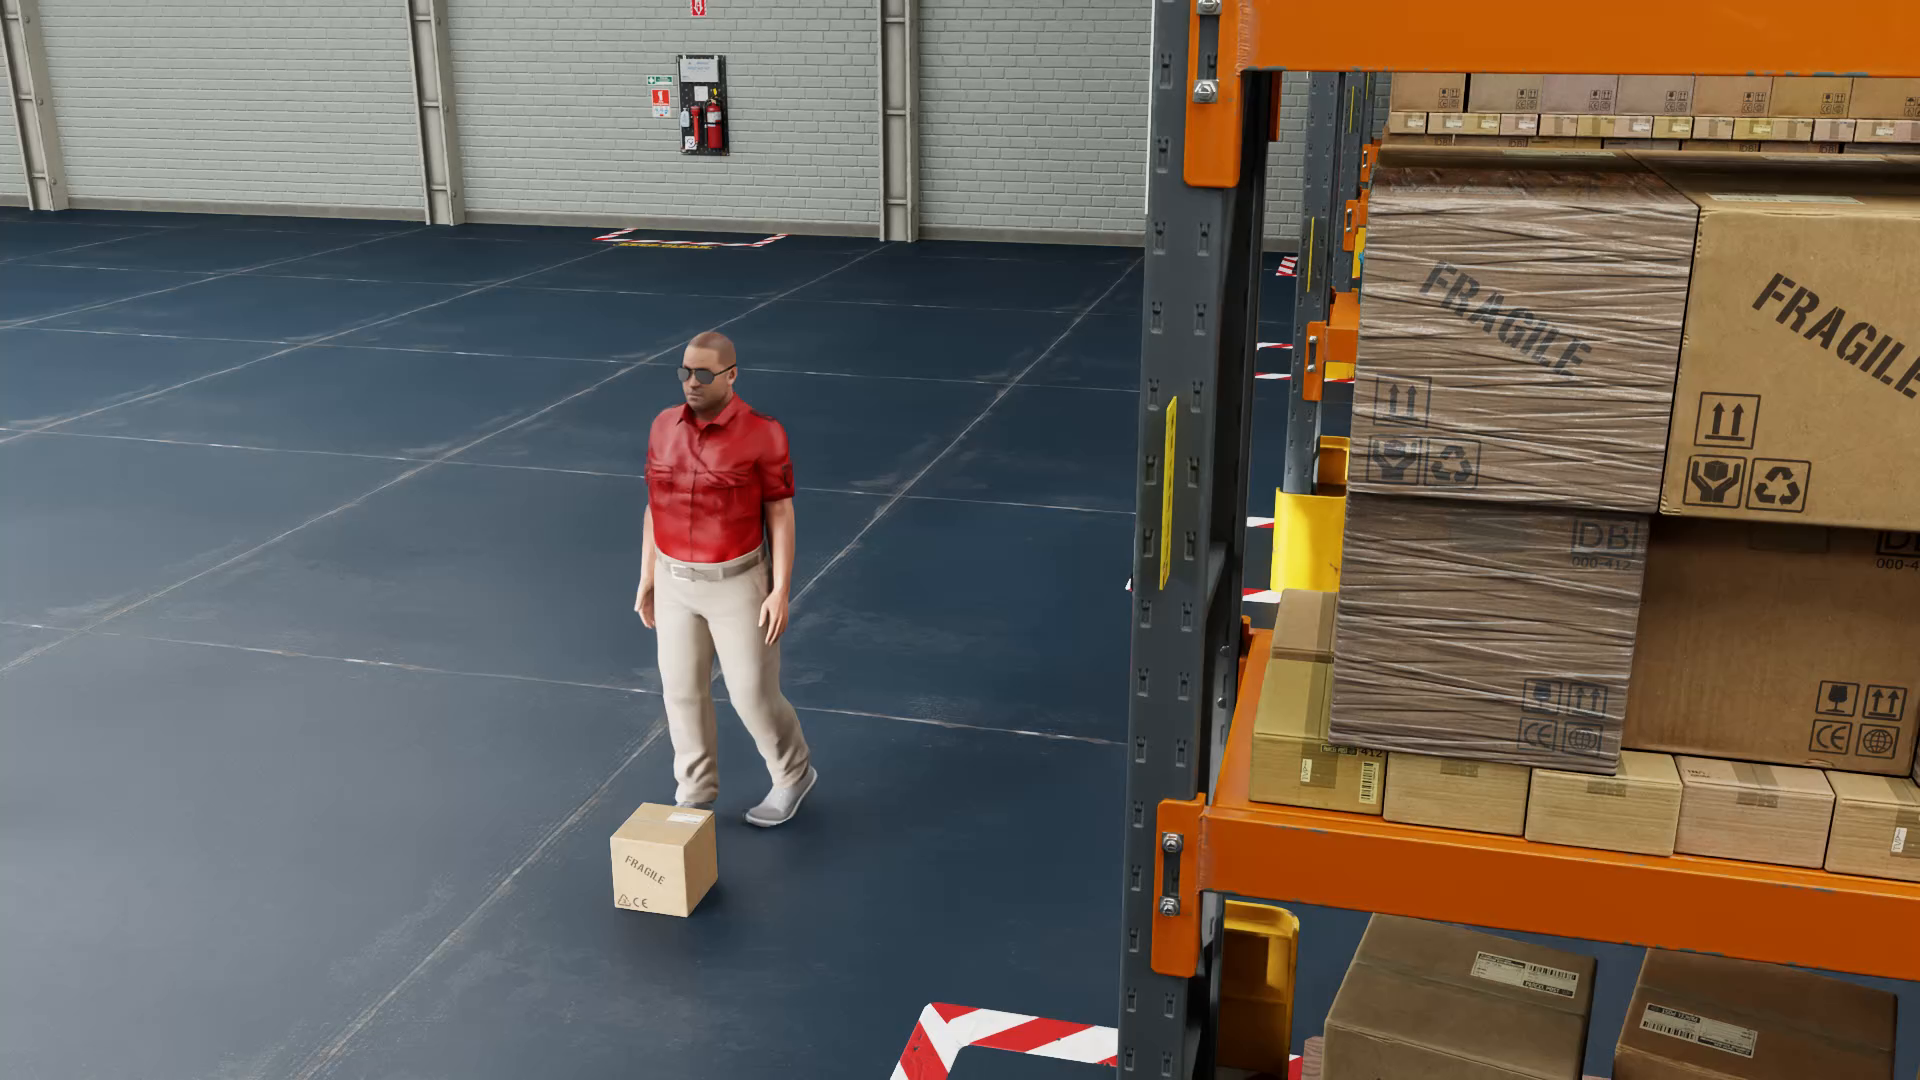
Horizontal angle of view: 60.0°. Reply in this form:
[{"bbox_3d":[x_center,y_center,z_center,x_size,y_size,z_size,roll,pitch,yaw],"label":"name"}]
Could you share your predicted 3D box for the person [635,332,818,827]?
[{"bbox_3d":[-0.829,0.177,5.564,0.555,1.752,0.612,8,20,22],"label":"person"}]
